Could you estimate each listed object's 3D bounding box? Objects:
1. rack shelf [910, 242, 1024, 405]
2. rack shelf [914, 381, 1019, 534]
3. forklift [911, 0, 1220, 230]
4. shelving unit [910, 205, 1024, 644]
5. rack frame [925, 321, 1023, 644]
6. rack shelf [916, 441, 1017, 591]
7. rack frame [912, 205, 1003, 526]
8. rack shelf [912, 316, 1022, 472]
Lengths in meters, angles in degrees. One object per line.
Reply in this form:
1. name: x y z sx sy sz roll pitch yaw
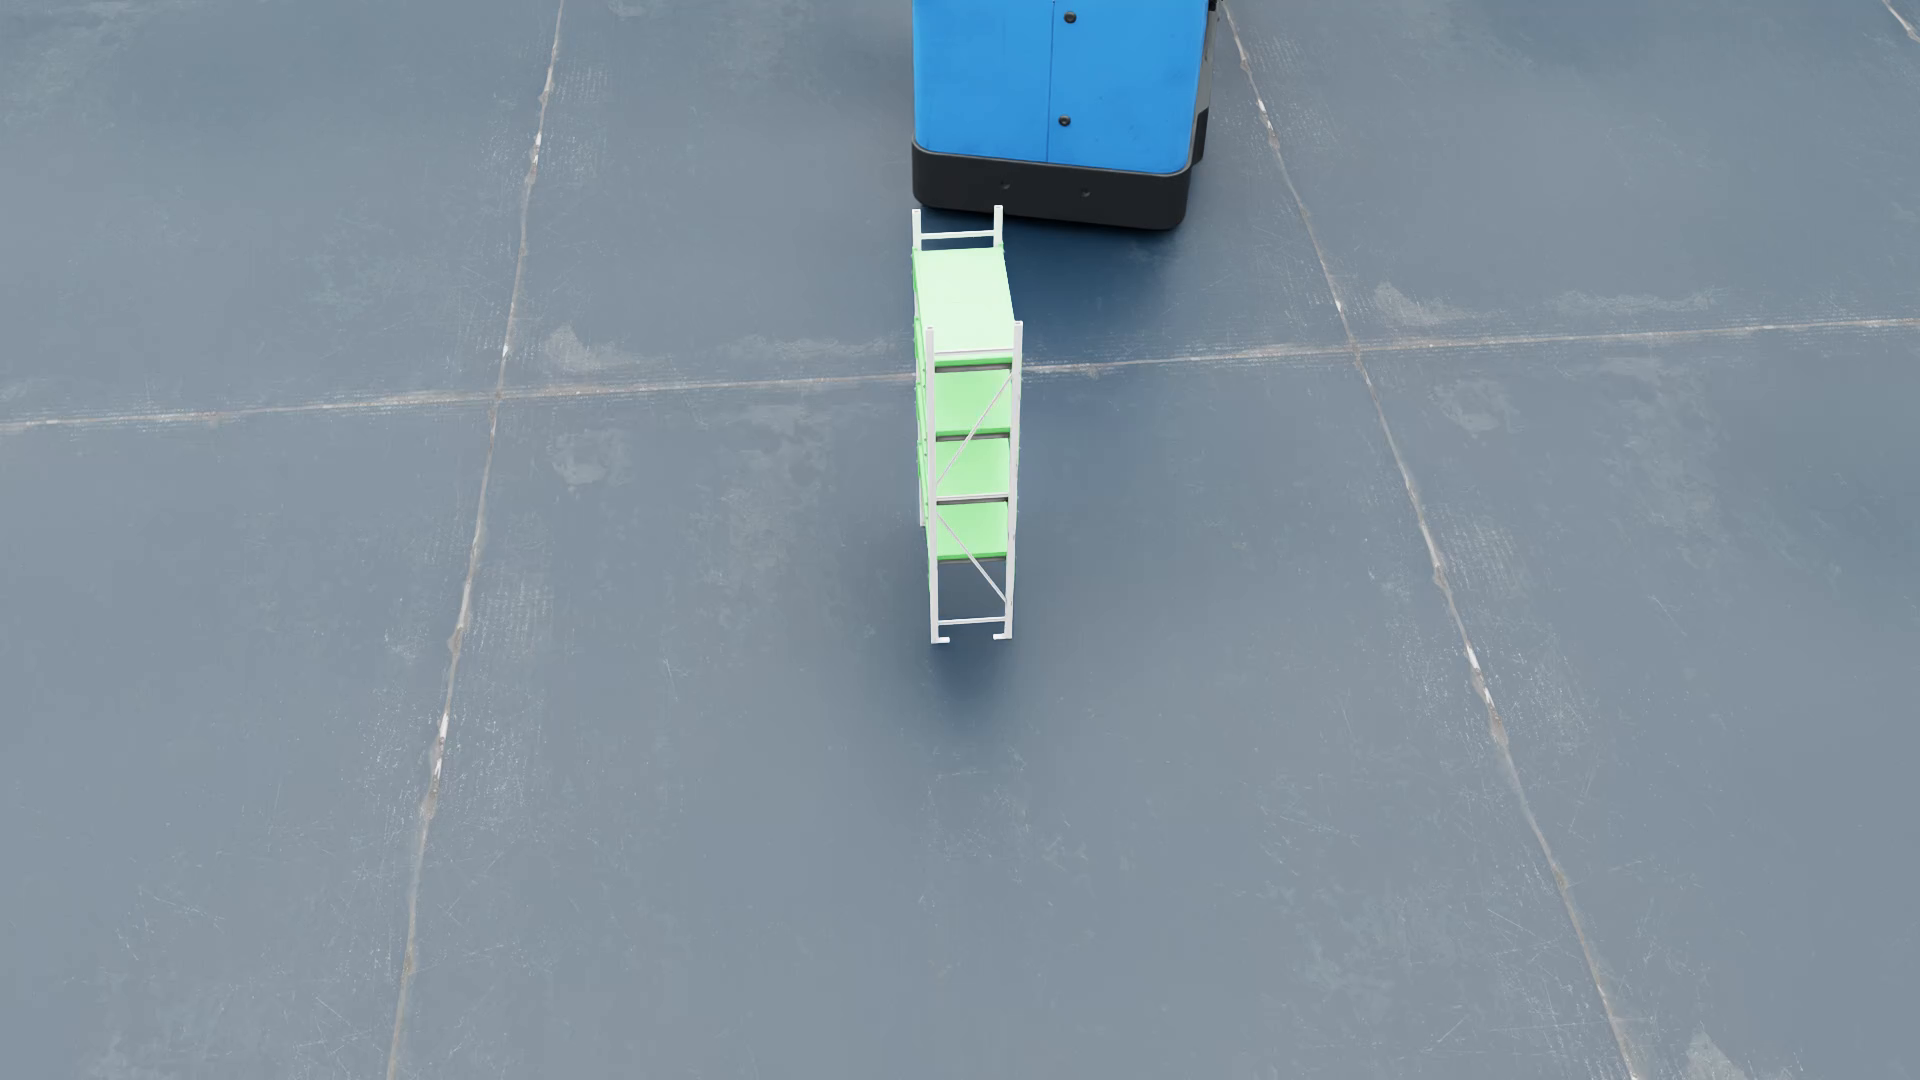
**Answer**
1. rack shelf: 0.014 -0.579 4.399 0.258 0.148 0.480 -3 47 -3
2. rack shelf: 0.014 -0.249 4.747 0.258 0.148 0.480 -3 47 -3
3. forklift: 0.575 -3.261 6.319 1.130 2.935 3.031 7 47 7
4. shelving unit: 0.014 -0.293 4.701 0.258 1.200 0.503 -3 47 -3
5. rack frame: 0.034 -0.116 4.534 0.240 1.200 0.015 -3 47 -3
6. rack shelf: 0.014 -0.084 4.922 0.258 0.148 0.480 -3 47 -3
7. rack frame: -0.007 -0.469 4.868 0.240 1.200 0.015 -3 47 -3
8. rack shelf: 0.014 -0.414 4.573 0.258 0.148 0.480 -3 47 -3
